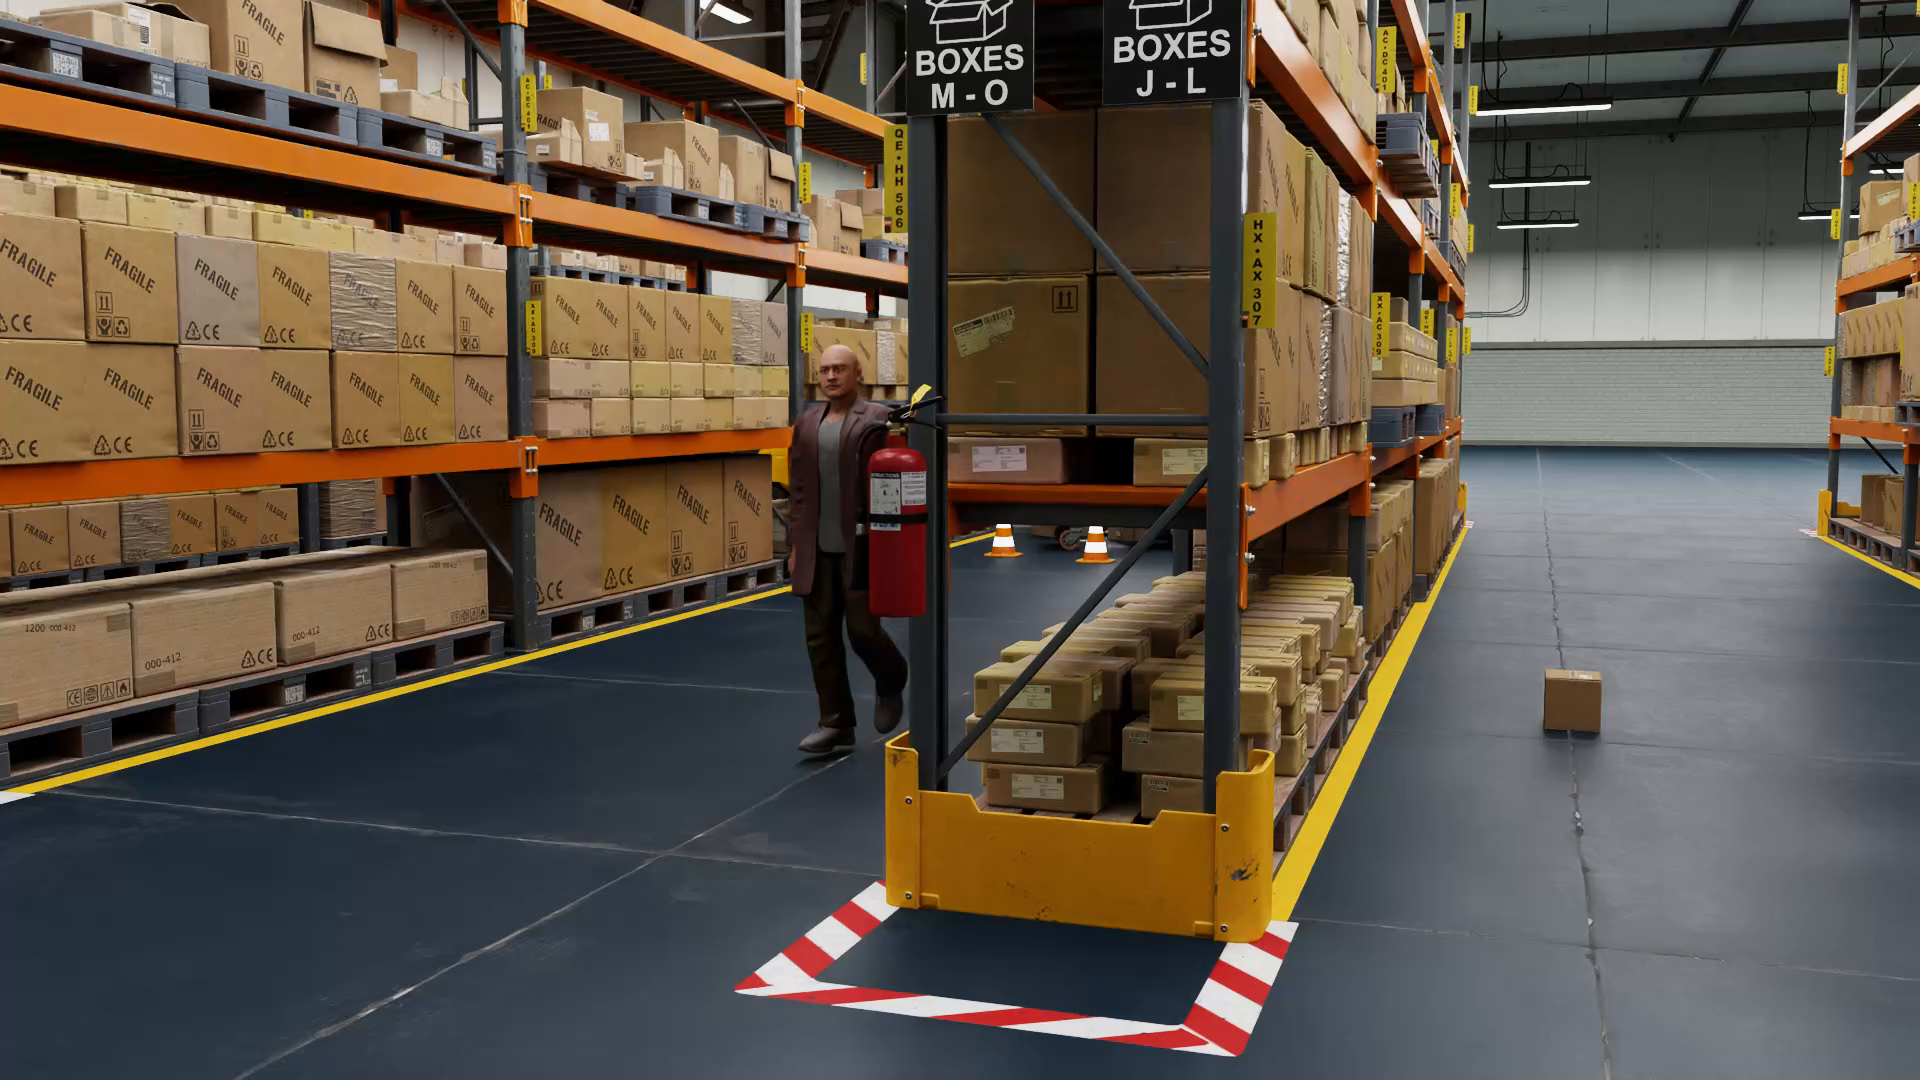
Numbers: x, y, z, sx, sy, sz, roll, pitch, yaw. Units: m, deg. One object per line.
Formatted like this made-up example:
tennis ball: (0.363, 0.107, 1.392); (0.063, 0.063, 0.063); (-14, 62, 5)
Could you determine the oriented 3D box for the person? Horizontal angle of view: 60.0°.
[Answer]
person: (-0.468, 0.028, 7.328); (0.589, 1.763, 0.683); (2, 6, 23)
